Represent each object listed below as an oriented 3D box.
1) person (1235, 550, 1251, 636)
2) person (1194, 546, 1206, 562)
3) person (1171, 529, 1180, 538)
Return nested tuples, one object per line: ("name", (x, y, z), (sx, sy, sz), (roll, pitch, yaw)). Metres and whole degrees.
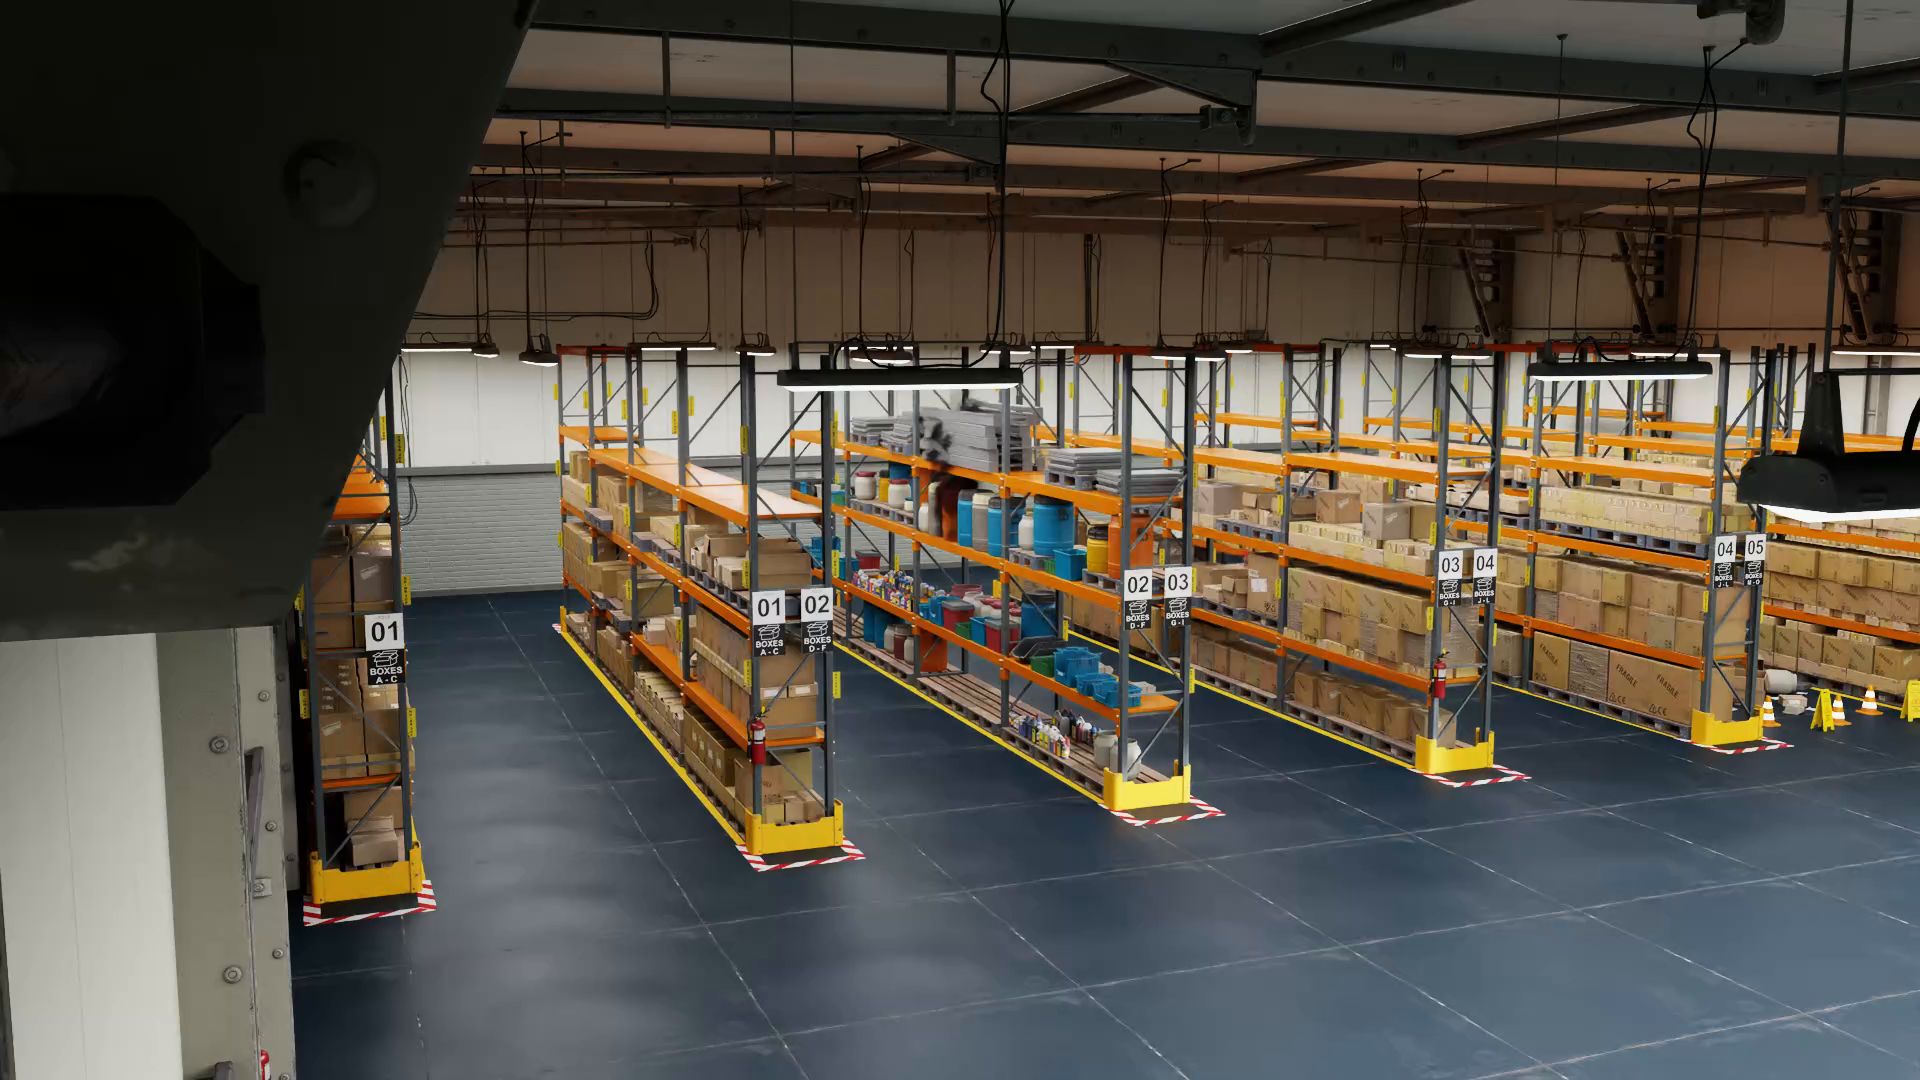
("person", (5.929, 1.094, 34.372), (0.648, 1.781, 0.695), (-4, 8, -26))
("person", (5.919, 0.206, 41.426), (0.956, 1.806, 0.718), (-4, 8, -31))
("person", (5.179, 0.223, 41.500), (0.578, 1.733, 0.819), (-1, 7, -4))
